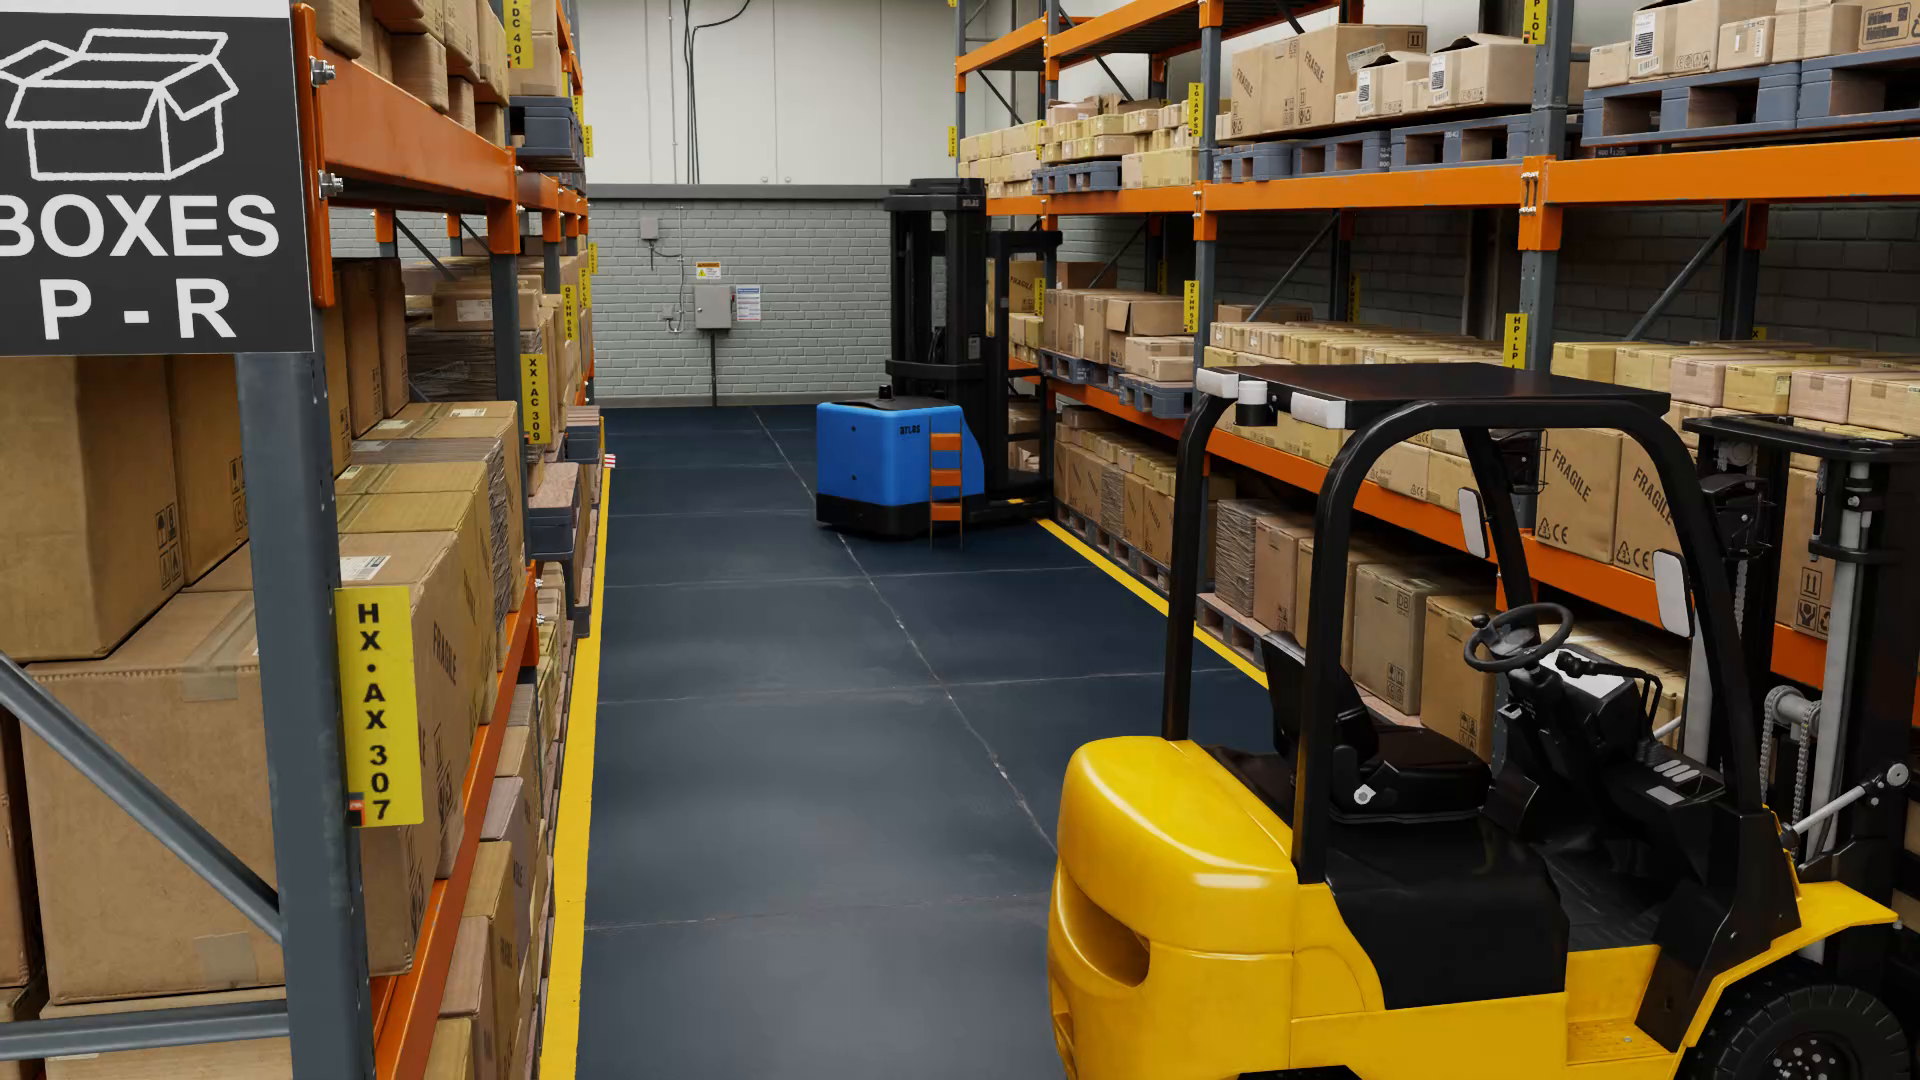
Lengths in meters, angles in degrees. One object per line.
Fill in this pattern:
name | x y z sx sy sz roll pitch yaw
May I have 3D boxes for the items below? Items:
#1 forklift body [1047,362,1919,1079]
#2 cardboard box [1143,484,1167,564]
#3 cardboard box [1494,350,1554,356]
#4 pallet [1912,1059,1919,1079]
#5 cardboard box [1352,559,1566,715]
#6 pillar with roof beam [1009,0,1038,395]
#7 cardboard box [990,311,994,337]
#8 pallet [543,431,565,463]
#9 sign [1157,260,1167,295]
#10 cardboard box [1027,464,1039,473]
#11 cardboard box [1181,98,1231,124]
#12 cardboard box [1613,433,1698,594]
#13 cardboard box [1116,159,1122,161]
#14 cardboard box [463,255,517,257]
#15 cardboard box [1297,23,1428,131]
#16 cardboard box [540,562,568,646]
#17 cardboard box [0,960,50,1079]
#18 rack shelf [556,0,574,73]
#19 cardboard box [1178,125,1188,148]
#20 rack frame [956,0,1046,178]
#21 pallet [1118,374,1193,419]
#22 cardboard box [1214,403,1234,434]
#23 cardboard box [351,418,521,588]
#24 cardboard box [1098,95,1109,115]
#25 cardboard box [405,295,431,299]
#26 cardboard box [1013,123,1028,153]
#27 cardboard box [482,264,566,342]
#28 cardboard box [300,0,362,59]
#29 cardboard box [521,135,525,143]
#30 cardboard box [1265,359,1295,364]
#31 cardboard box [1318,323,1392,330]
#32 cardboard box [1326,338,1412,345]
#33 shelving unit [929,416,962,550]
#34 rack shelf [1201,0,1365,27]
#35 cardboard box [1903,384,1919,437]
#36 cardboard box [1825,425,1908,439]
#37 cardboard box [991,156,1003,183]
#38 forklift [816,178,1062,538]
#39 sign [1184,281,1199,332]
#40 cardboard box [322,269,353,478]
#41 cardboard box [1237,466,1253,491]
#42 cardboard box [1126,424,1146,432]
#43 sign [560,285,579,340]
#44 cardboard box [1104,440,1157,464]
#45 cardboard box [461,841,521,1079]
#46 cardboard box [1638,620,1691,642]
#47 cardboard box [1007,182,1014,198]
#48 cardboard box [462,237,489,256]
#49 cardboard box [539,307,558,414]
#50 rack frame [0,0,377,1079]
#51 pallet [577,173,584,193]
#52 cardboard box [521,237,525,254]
forklift body | 1.408 0.621 4.681 2.313 2.155 1.214 -2 11 -11
cardboard box | 1.631 -0.122 11.877 0.500 0.500 0.500 -2 11 -12
cardboard box | 2.812 -0.831 8.039 0.380 0.149 0.250 -2 11 -12
pallet | 3.143 1.493 5.286 1.003 0.211 1.213 -2 11 -11
cardboard box | 2.533 0.474 8.410 0.875 0.625 0.625 -2 11 -12
pillar with roof beam | -3.408 -5.767 19.927 9.100 9.000 0.400 -2 11 -11
cardboard box | 0.599 -2.150 16.576 0.500 0.250 0.500 -2 11 -13
pallet | -2.432 -0.345 7.998 1.003 0.211 1.213 -2 11 -11
sign | 1.777 -2.305 14.687 0.100 0.325 0.005 -2 11 -11
cardboard box | 0.836 -0.613 15.394 0.380 0.149 0.250 -2 11 -13
cardboard box | 1.654 -2.776 10.775 0.380 0.149 0.250 -2 11 -9
cardboard box | 2.737 -0.111 5.992 0.500 0.500 0.500 -2 11 -10
cardboard box | 1.493 -3.175 13.614 0.380 0.149 0.250 -2 11 -13
cardboard box | -3.998 -2.151 14.033 0.500 0.500 0.500 -2 11 -11
cardboard box | 2.111 -2.431 8.768 0.500 0.500 0.500 -2 11 -10
cardboard box | -2.757 0.388 9.540 0.950 0.372 0.625 -3 11 -15
cardboard box | -1.584 0.729 2.514 0.380 0.149 0.250 -2 11 -9
rack shelf | -3.246 -3.565 11.351 1.077 0.370 4.000 -2 11 -11
cardboard box | 1.674 -2.682 11.077 0.380 0.149 0.250 -2 11 -12
rack frame | 0.455 -5.396 17.980 1.000 3.000 0.127 -2 11 -11
pallet | 1.810 -1.009 11.489 1.213 0.211 1.003 -2 11 -11
cardboard box | 1.857 -0.818 10.371 0.500 0.250 0.500 -2 11 -11
cardboard box | -1.642 -0.095 5.113 0.500 0.500 0.500 -2 11 -9
cardboard box | 1.360 -3.617 14.032 0.396 0.266 0.258 -2 11 -12
cardboard box | -2.997 -1.111 9.325 0.500 0.500 0.500 -2 11 -13
cardboard box | 0.791 -3.683 15.273 0.500 0.250 0.500 -2 11 -12
cardboard box | -2.819 -1.531 10.775 0.500 0.500 0.500 -2 11 -11
cardboard box | -1.047 -0.756 2.296 0.380 0.149 0.250 -2 11 -11
cardboard box | -3.120 -2.758 11.643 0.380 0.166 0.250 -1 11 -6
cardboard box | 2.038 -0.875 9.334 0.500 0.250 0.500 -2 11 -12
cardboard box | 2.433 -1.253 10.256 0.380 0.149 0.250 -2 11 -10
cardboard box | 2.191 -1.000 8.924 0.380 0.149 0.250 -2 11 -11
shelving unit | -0.114 -0.456 13.286 0.252 1.050 0.215 -1 11 -3
rack shelf | 2.400 -3.012 8.448 1.077 0.370 4.000 -2 11 -11
cardboard box | 2.986 -0.367 4.807 0.380 0.149 0.250 -2 11 -10
cardboard box | 2.874 -0.263 5.056 0.380 0.149 0.250 -2 11 -12
cardboard box | 0.603 -3.623 16.291 0.500 0.250 0.500 -2 11 -12
forklift | 0.197 -1.664 14.598 3.031 2.935 1.130 -10 14 -42
sign | 1.480 -1.490 10.618 0.100 0.325 0.005 -2 11 -11
cardboard box | -1.867 -0.385 3.959 0.700 0.500 0.500 -2 11 -11
cardboard box | 2.190 -0.435 11.789 0.380 0.149 0.250 -2 11 -9
cardboard box | 1.644 -0.907 14.268 0.380 0.149 0.250 -2 11 -11
sign | -2.327 -1.352 9.892 0.100 0.325 0.005 -2 11 -11
cardboard box | 1.357 -0.700 13.177 0.380 0.149 0.250 -2 11 -9
cardboard box | -1.388 1.092 4.159 0.500 0.500 0.500 -2 11 -10
cardboard box | 3.074 0.488 6.664 0.500 0.250 0.500 -2 11 -10
cardboard box | 0.663 -3.357 15.958 0.380 0.149 0.250 -2 11 -10
cardboard box | -4.007 -2.438 13.807 0.380 0.149 0.250 -2 11 -12
cardboard box | -2.180 -0.842 7.910 0.500 0.500 0.500 -3 11 -13
rack frame | -1.298 0.667 2.172 0.949 2.616 0.053 -2 11 -11
pallet | -4.018 -3.338 15.426 1.003 0.211 1.213 -2 11 -11
cardboard box | -3.599 -2.552 14.407 0.380 0.149 0.250 -2 11 -12
